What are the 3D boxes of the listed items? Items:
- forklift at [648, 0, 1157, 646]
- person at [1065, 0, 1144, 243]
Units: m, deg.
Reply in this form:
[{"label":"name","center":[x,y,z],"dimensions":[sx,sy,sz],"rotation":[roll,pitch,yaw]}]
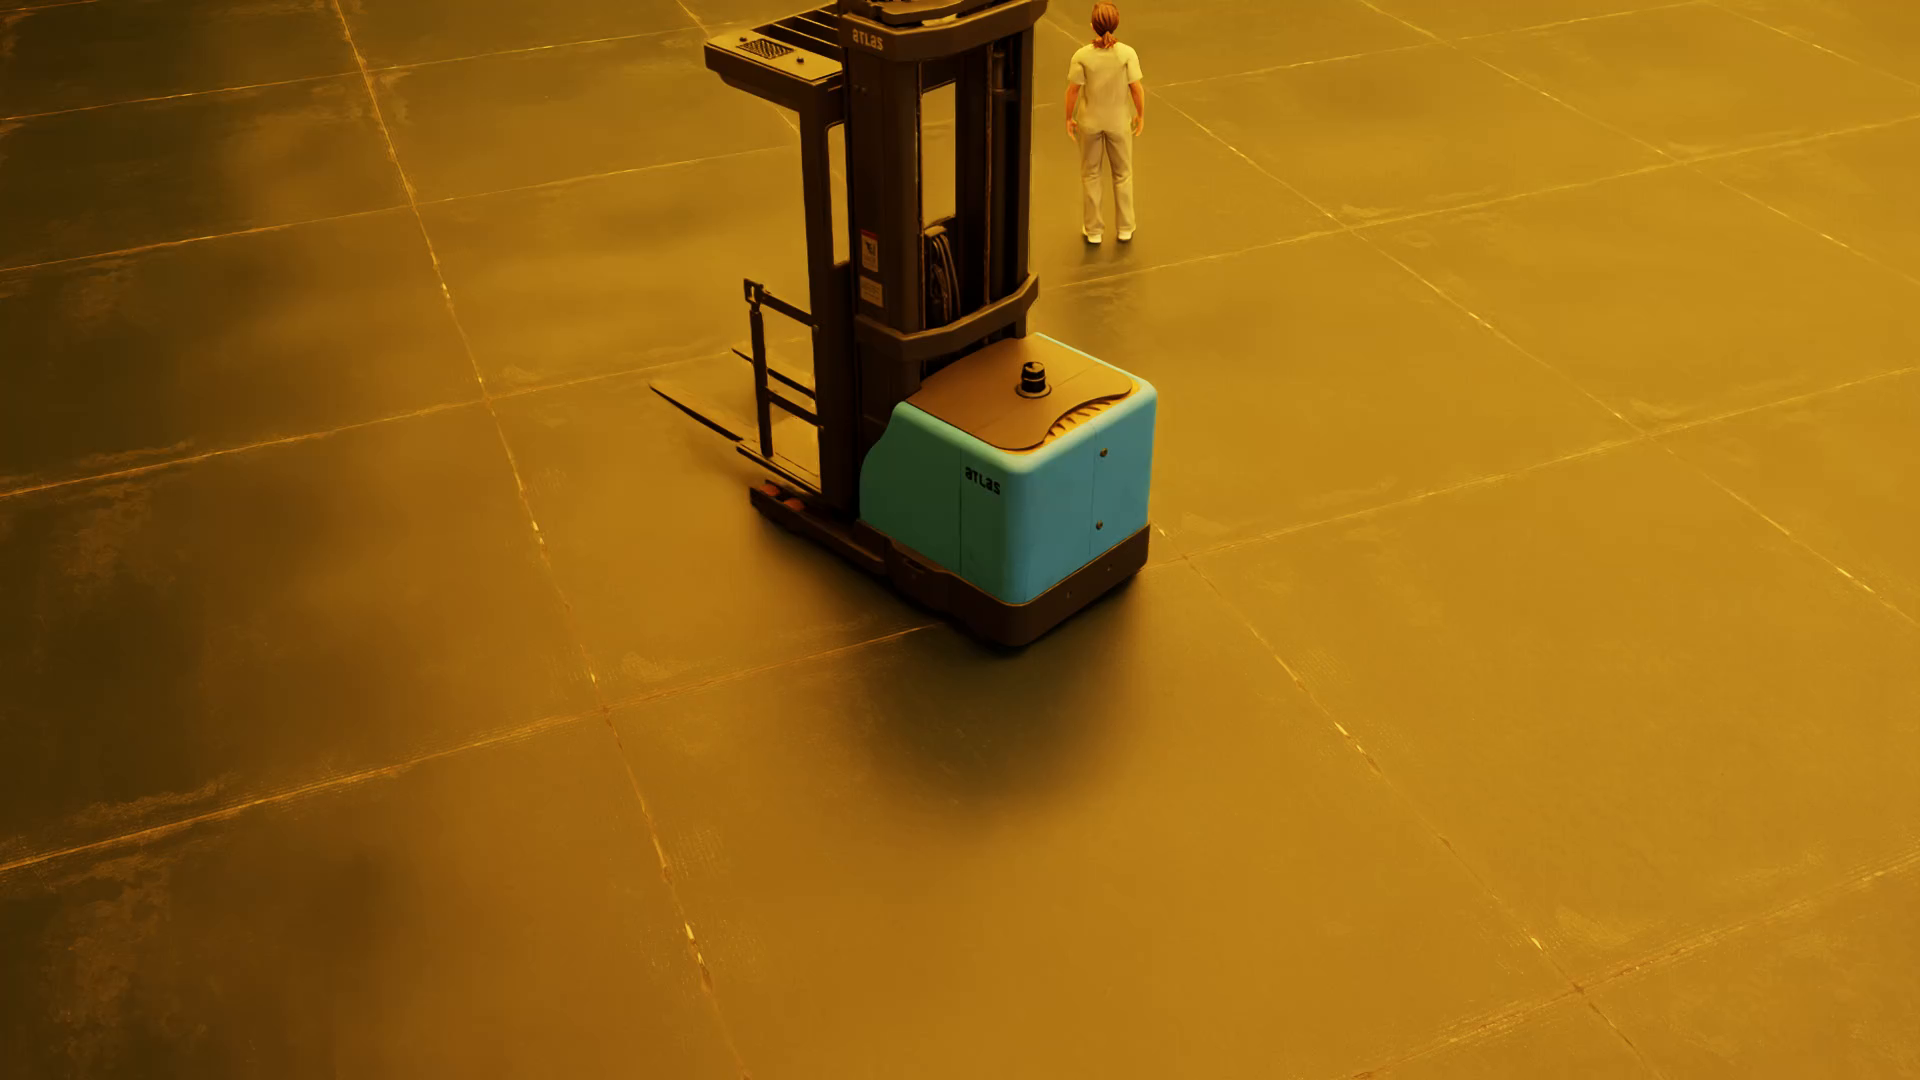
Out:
[{"label":"forklift","center":[-0.466,-1.439,8.123],"dimensions":[3.031,2.935,1.130],"rotation":[29,45,34]},{"label":"person","center":[0.961,-2.782,11.101],"dimensions":[0.527,1.672,0.524],"rotation":[3,36,4]}]
